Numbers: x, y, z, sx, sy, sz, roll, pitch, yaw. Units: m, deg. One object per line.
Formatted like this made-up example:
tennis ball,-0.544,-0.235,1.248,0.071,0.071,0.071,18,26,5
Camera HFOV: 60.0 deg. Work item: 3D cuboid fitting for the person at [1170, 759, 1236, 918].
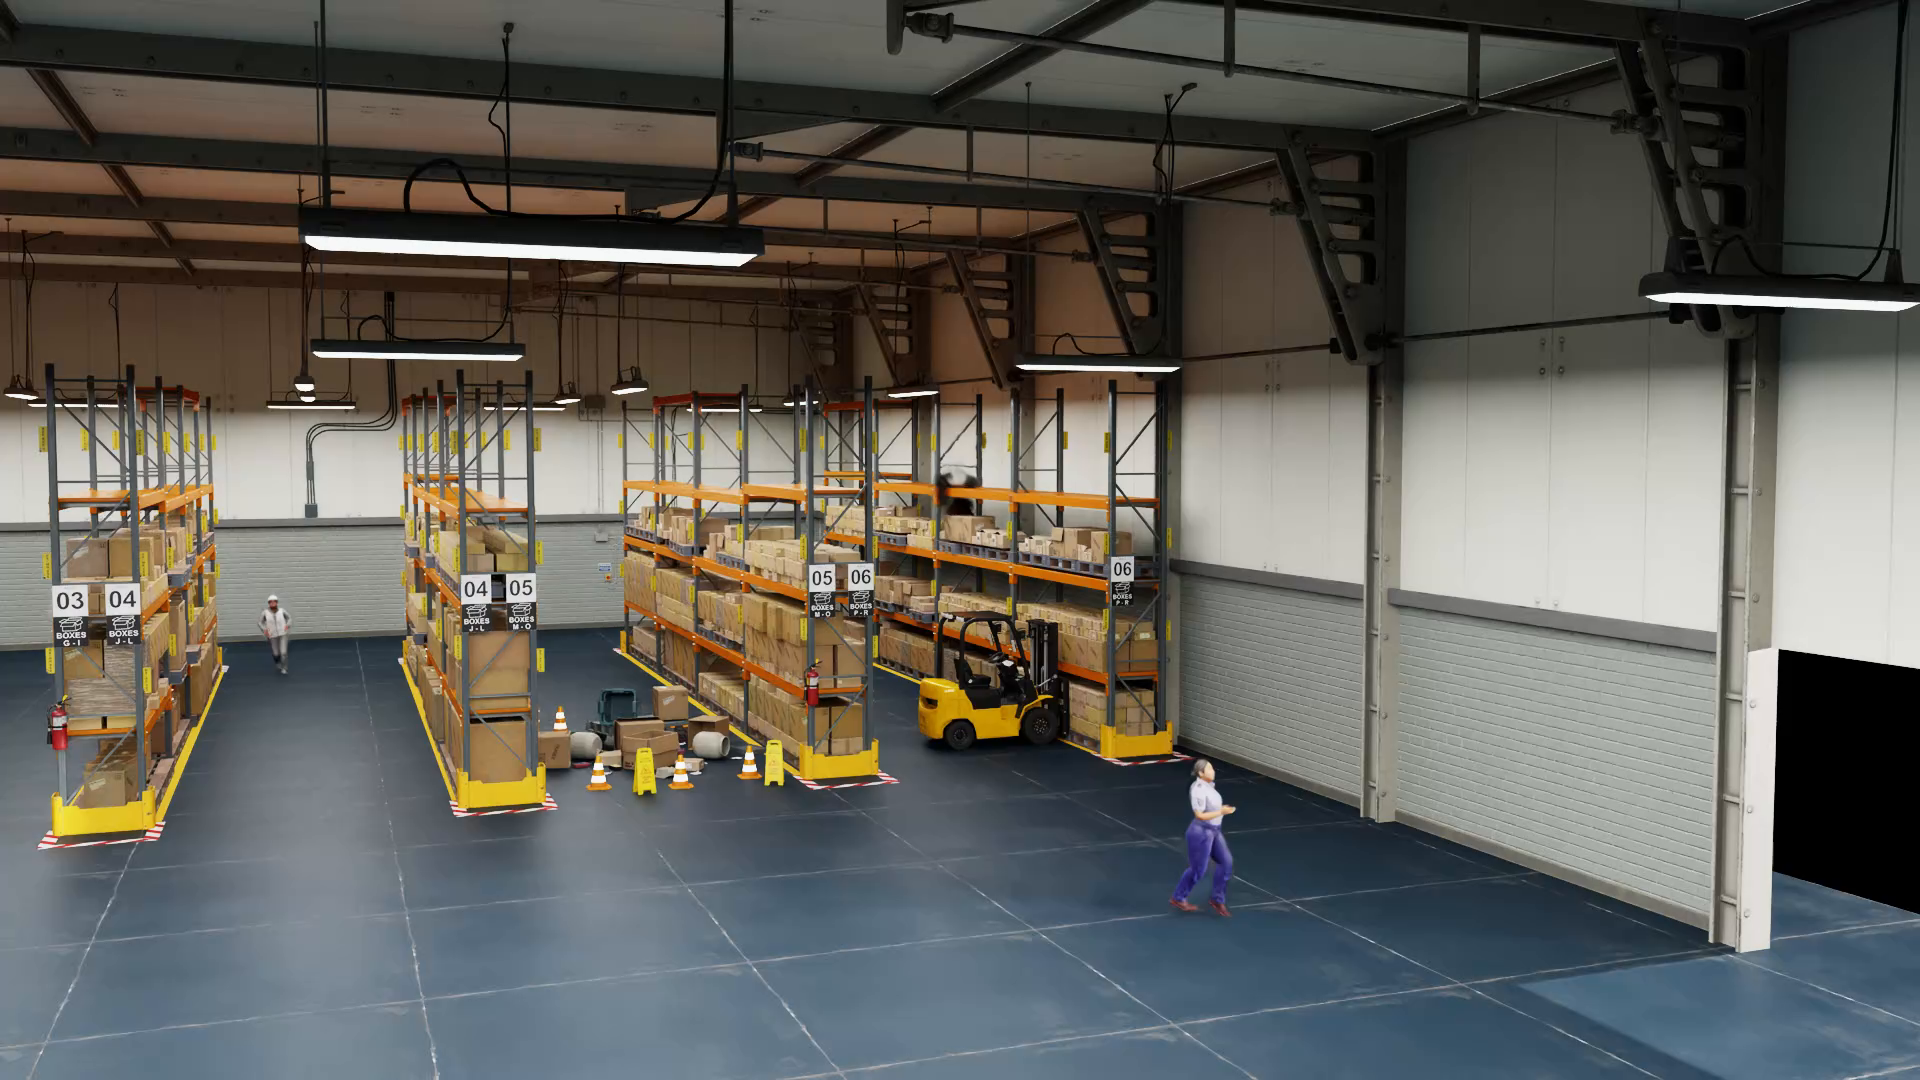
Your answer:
person,2.580,3.159,17.553,0.708,1.704,0.585,2,4,27

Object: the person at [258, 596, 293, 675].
person,-14.786,2.051,35.943,0.707,1.711,0.618,-2,4,-26
